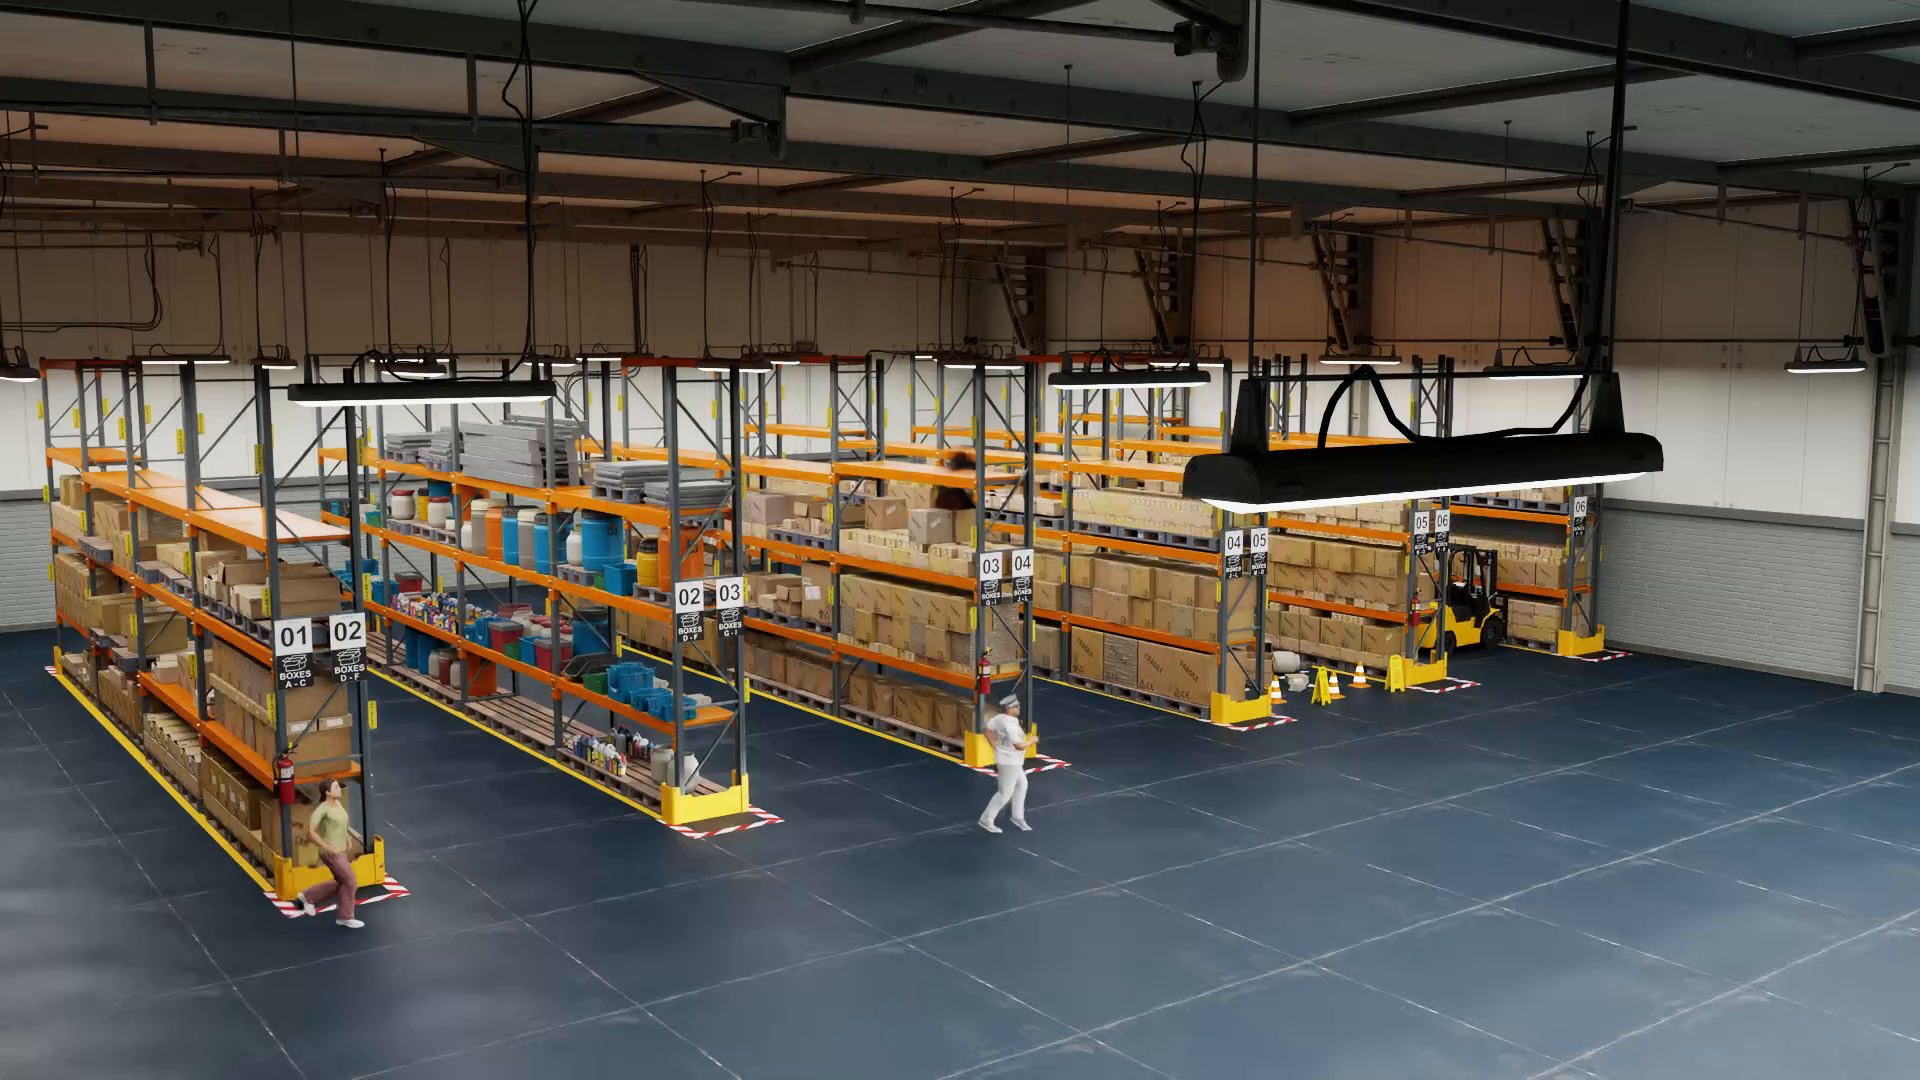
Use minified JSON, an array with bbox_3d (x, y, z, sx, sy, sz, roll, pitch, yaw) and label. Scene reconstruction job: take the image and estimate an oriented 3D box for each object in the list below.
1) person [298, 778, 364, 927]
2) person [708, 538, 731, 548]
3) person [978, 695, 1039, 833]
[{"bbox_3d":[-6.840,3.377,18.017,0.732,1.644,0.602,0,7,2],"label":"person"},{"bbox_3d":[-5.985,0.547,41.025,0.699,1.768,0.752,4,8,31],"label":"person"},{"bbox_3d":[0.614,2.899,21.340,0.810,1.858,0.678,-1,7,-11],"label":"person"}]
